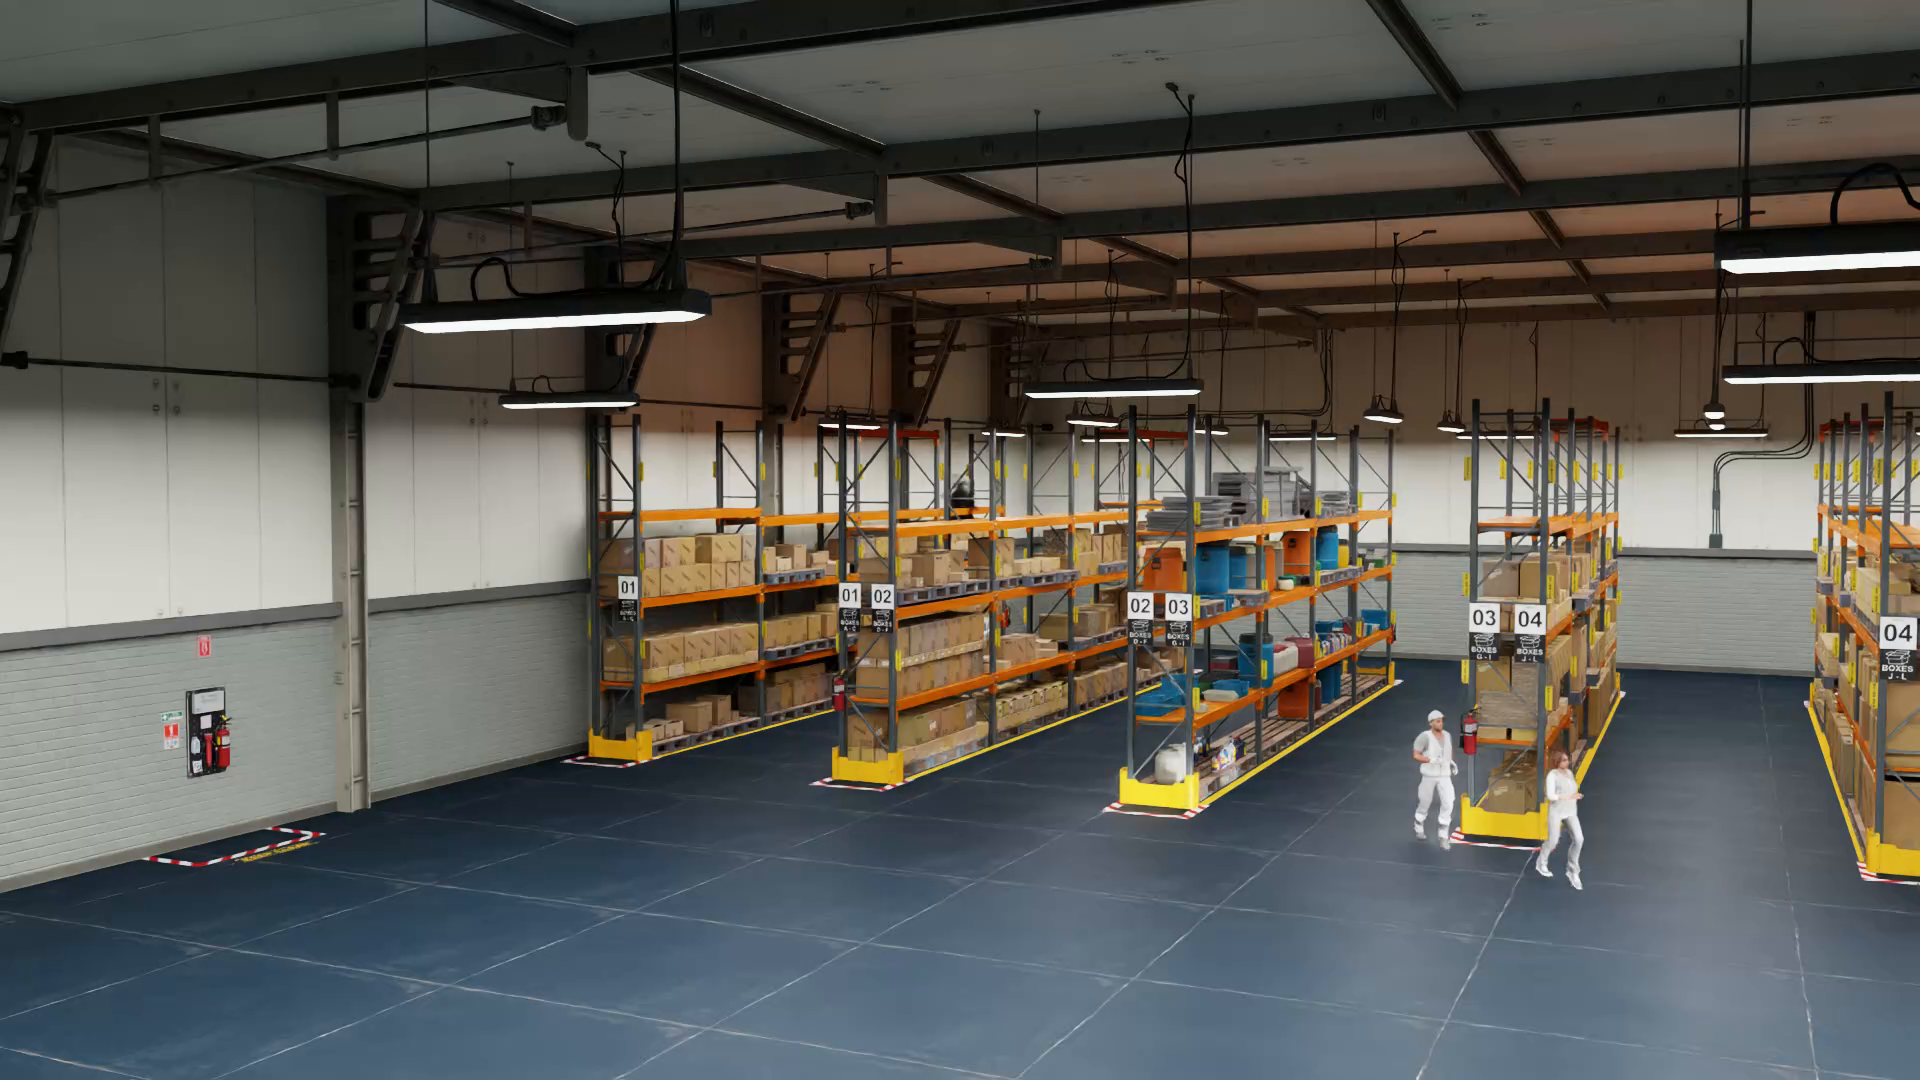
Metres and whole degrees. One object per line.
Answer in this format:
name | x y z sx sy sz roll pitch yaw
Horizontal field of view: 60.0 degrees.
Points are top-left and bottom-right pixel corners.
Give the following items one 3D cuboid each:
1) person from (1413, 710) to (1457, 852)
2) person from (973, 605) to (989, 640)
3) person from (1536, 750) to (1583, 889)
person | 6.344 3.189 22.191 0.667 1.843 0.746 0 2 -9
person | 0.359 2.371 37.627 0.707 1.665 0.633 1 2 15
person | 7.292 3.368 20.166 0.509 1.646 0.715 -1 2 -20
